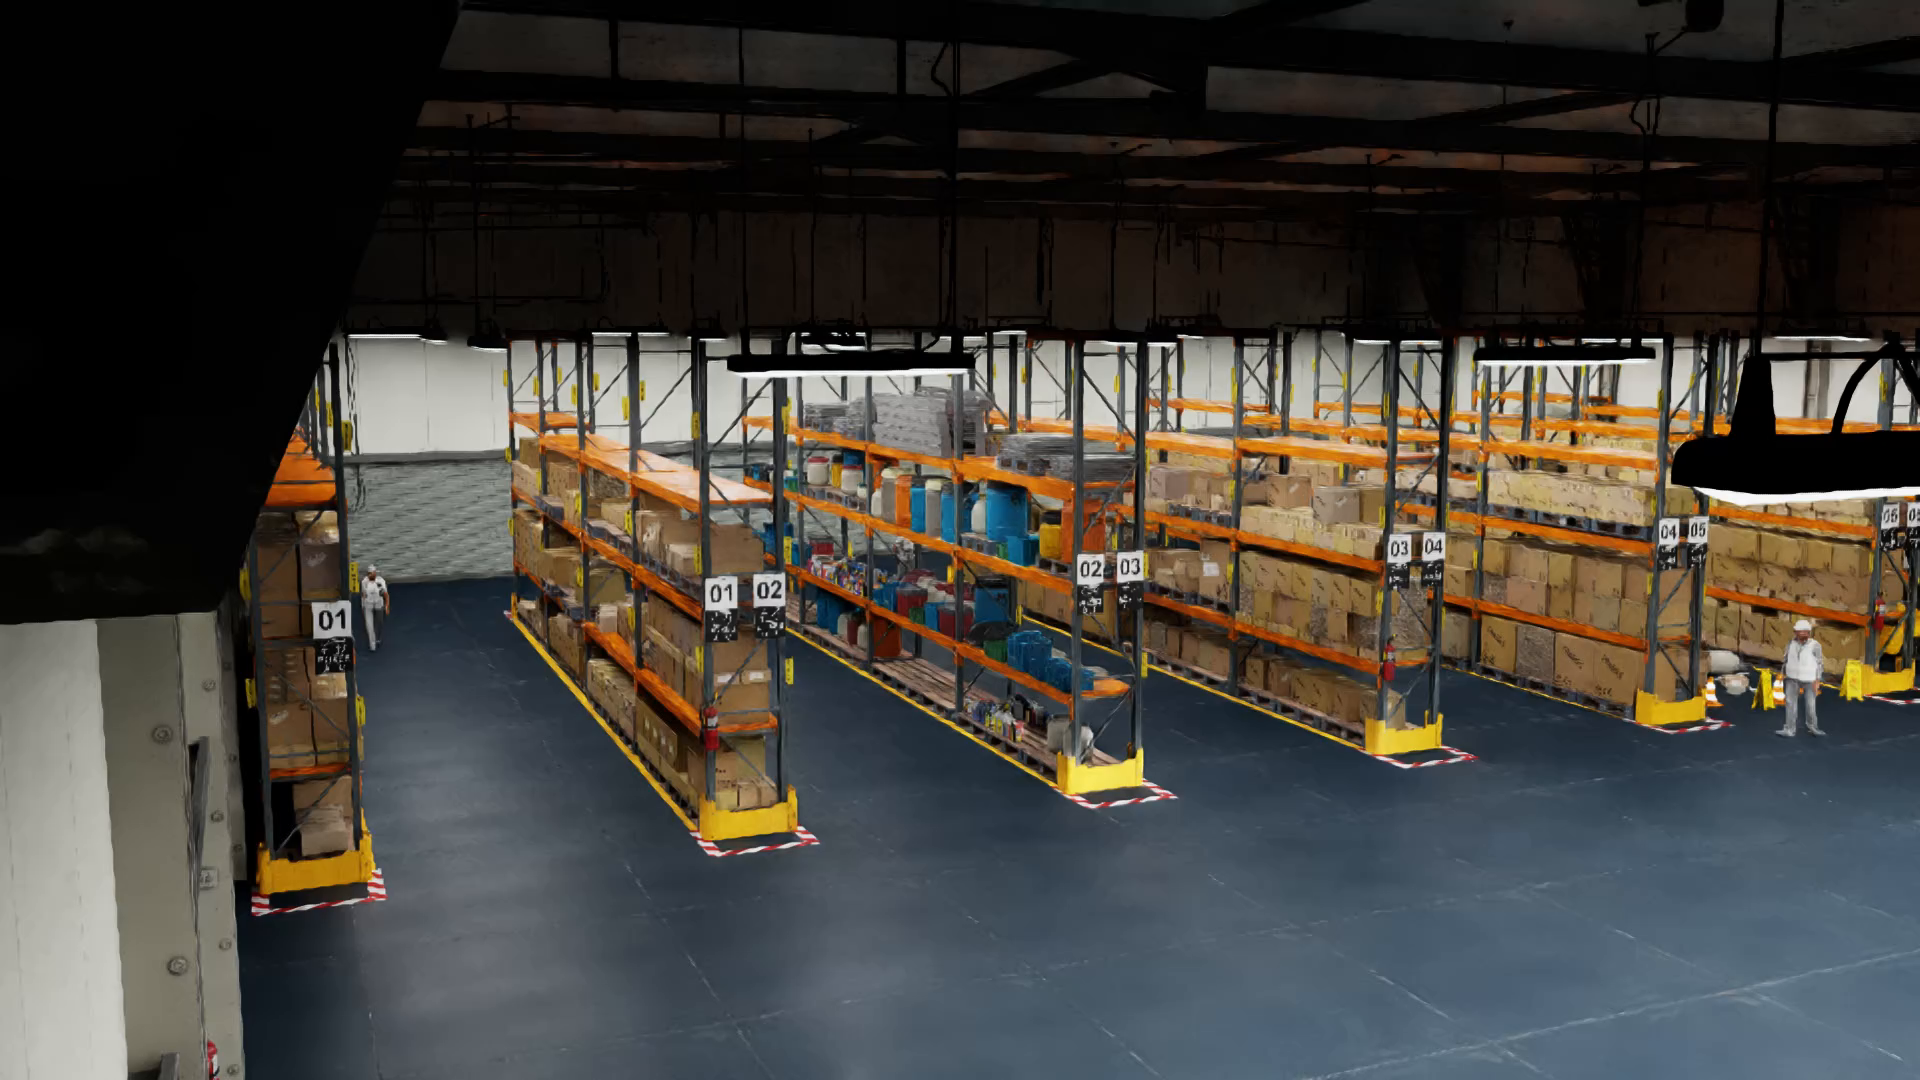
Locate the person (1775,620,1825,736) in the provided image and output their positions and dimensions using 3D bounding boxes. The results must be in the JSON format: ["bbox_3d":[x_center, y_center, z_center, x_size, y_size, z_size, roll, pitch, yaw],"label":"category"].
[{"bbox_3d":[12.668,2.072,24.980,0.554,1.774,0.651,-8,11,-44],"label":"person"}]

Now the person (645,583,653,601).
[{"bbox_3d":[-6.058,1.107,32.899,0.430,1.508,0.948,-3,9,-24],"label":"person"}]

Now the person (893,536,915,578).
[{"bbox_3d":[-1.217,0.428,37.575,0.592,1.625,0.532,-4,9,-25],"label":"person"}]

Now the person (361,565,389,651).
[{"bbox_3d":[-11.070,1.256,31.483,0.493,1.605,0.991,-3,8,-24],"label":"person"}]
